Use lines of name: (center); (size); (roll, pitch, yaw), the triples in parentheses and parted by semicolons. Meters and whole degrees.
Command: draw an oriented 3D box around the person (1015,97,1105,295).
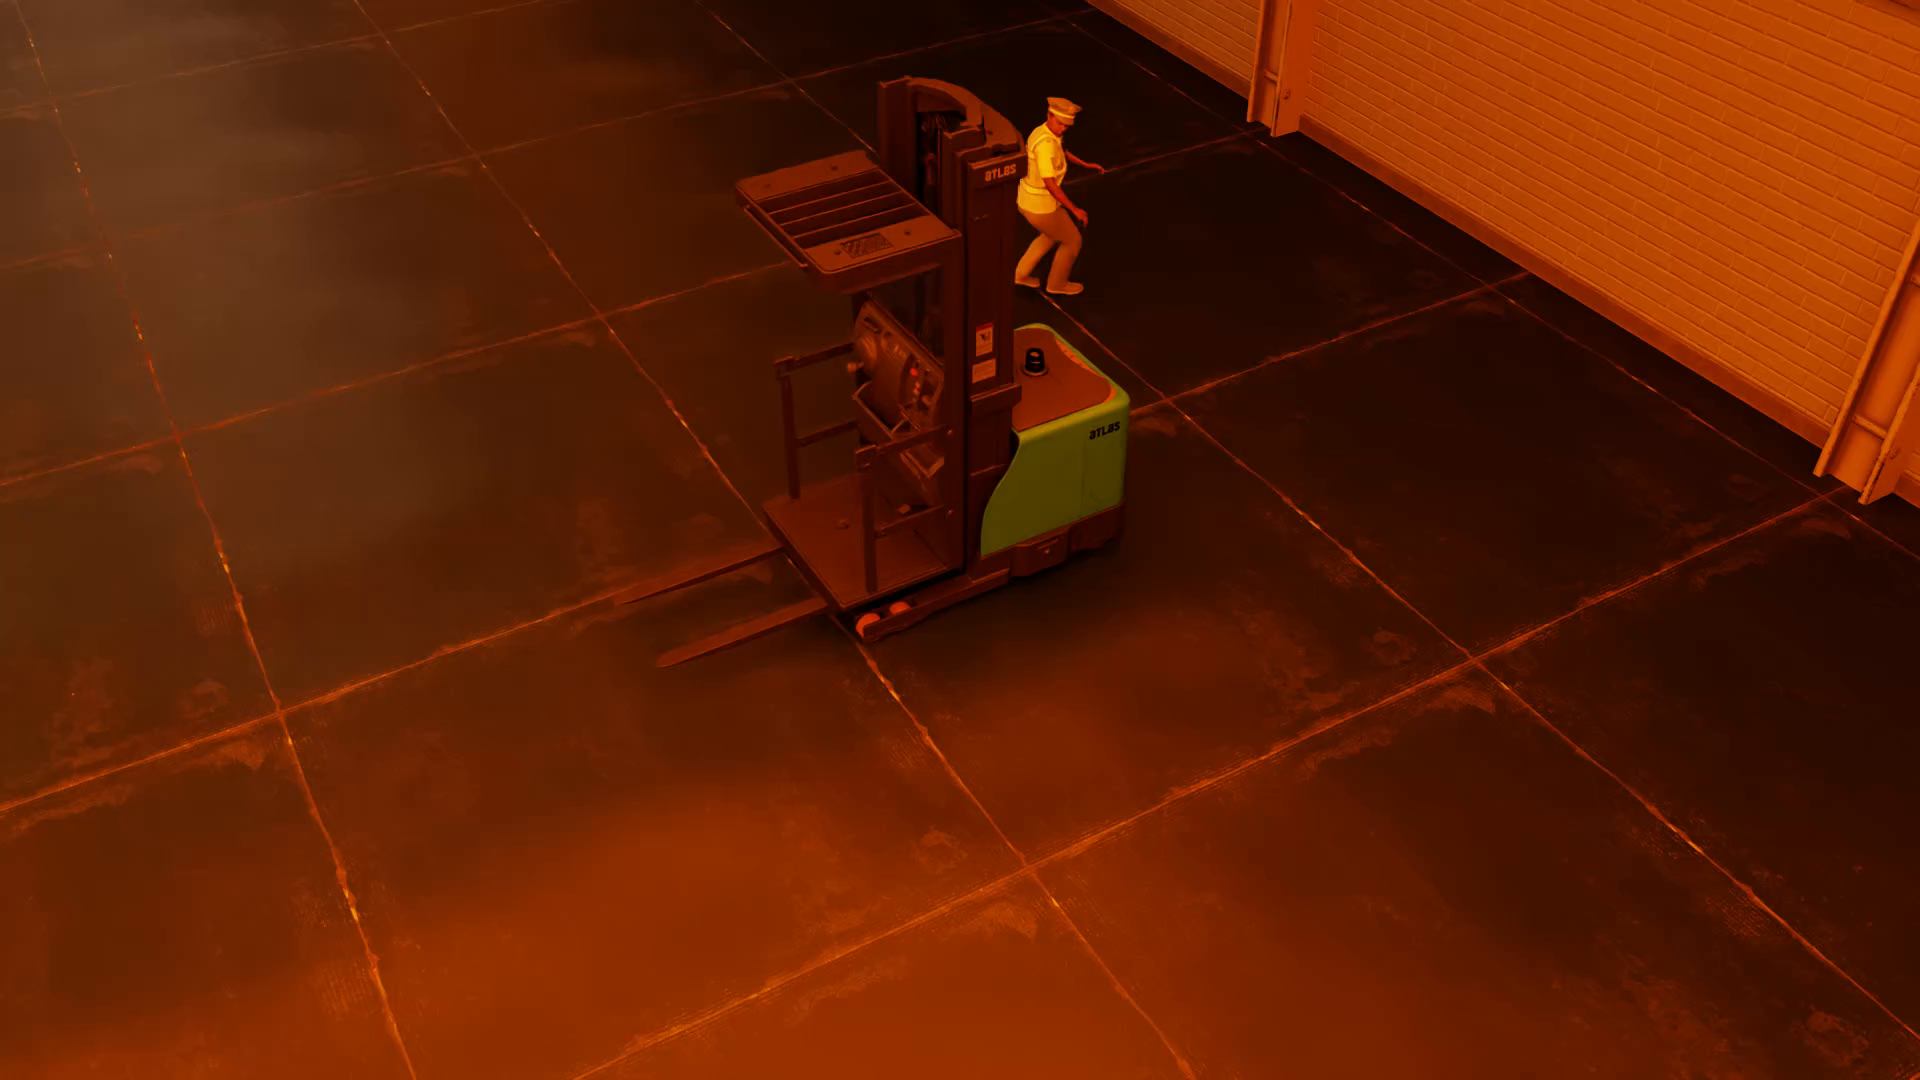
person: (0.755, -2.461, 12.075); (0.748, 1.567, 0.760); (-10, 41, -12)

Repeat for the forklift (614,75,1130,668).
forklift: (-0.524, -0.926, 9.153); (3.031, 2.935, 1.130); (-21, 44, -23)
